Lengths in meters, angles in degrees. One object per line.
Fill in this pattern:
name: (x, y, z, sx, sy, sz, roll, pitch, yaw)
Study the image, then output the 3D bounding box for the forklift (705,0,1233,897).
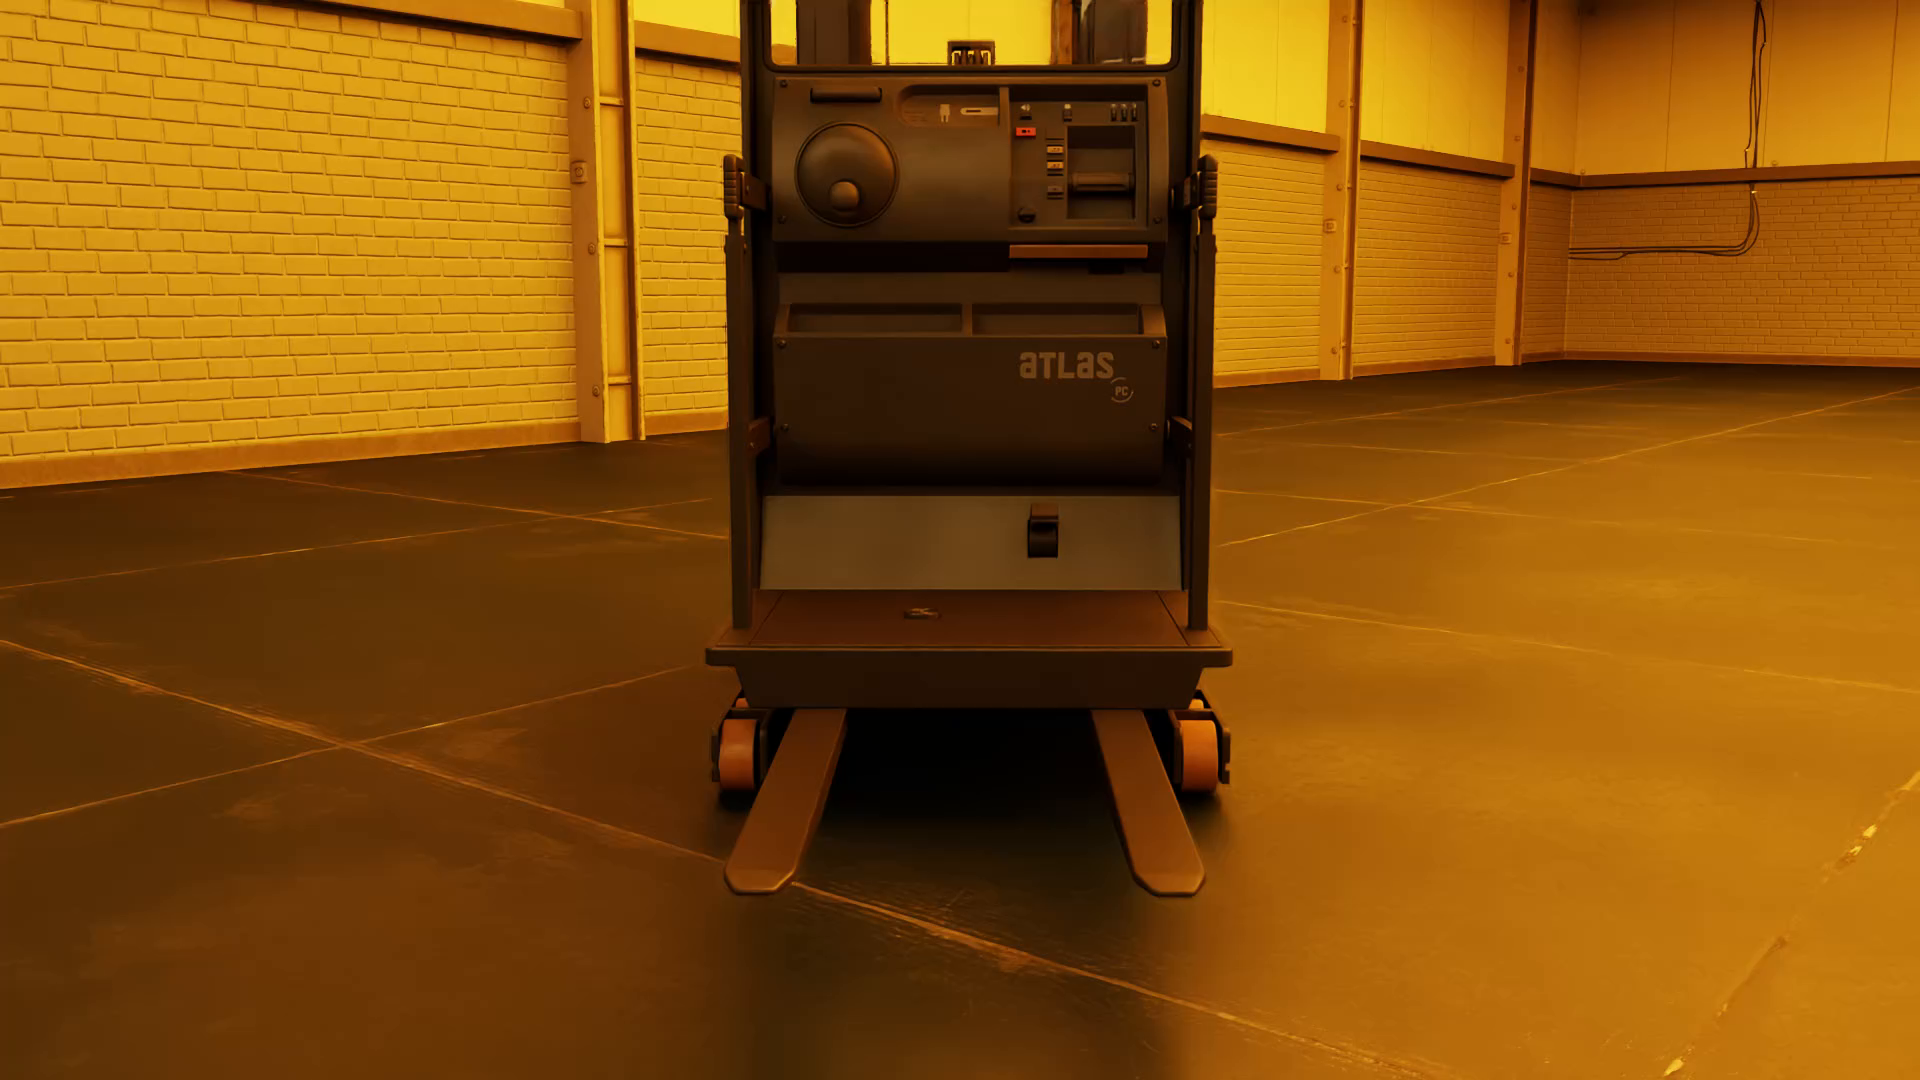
forklift: (0.023, -0.941, 3.715, 1.130, 2.935, 3.031, 0, 8, 1)
